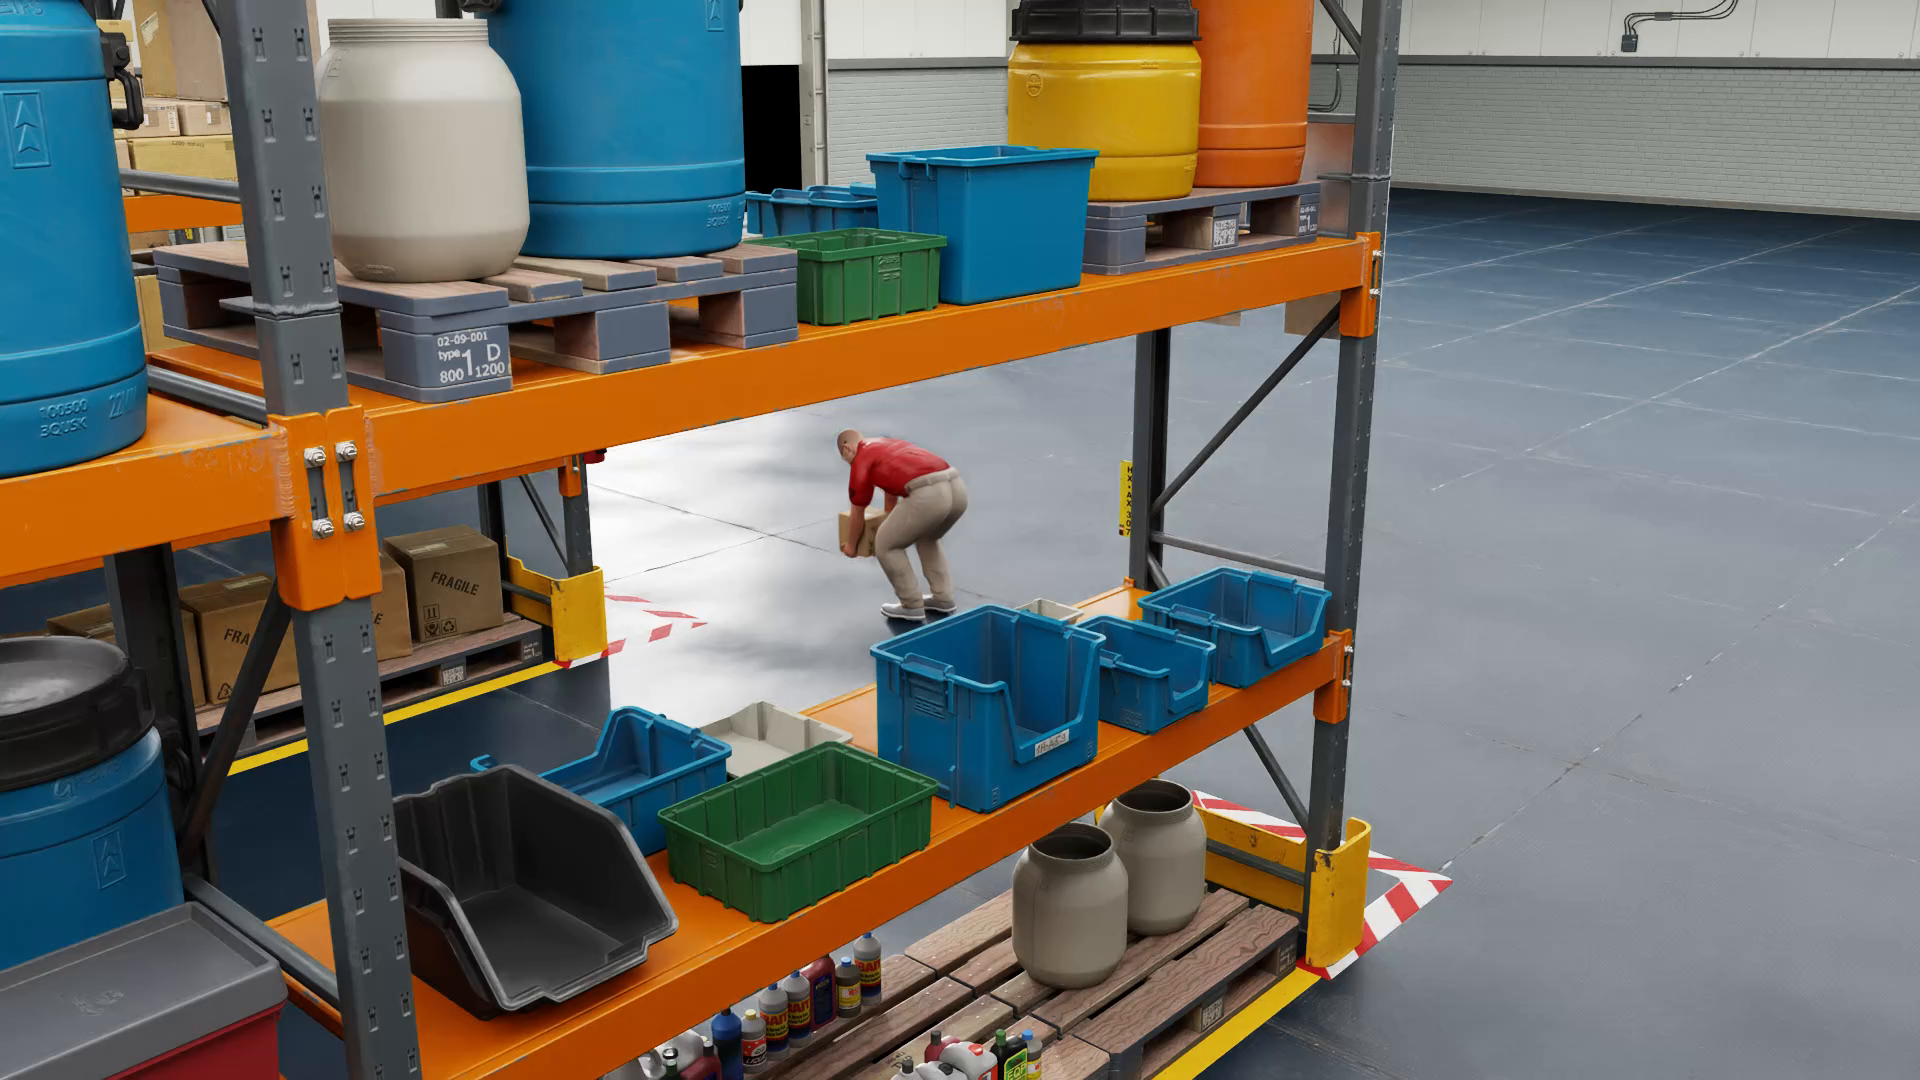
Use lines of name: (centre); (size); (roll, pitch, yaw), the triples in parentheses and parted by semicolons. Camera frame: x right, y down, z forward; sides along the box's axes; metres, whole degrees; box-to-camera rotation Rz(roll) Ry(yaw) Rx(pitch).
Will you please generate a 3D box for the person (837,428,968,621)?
person: (-0.386, -0.104, 10.460); (0.937, 1.127, 0.508); (13, 21, 37)
